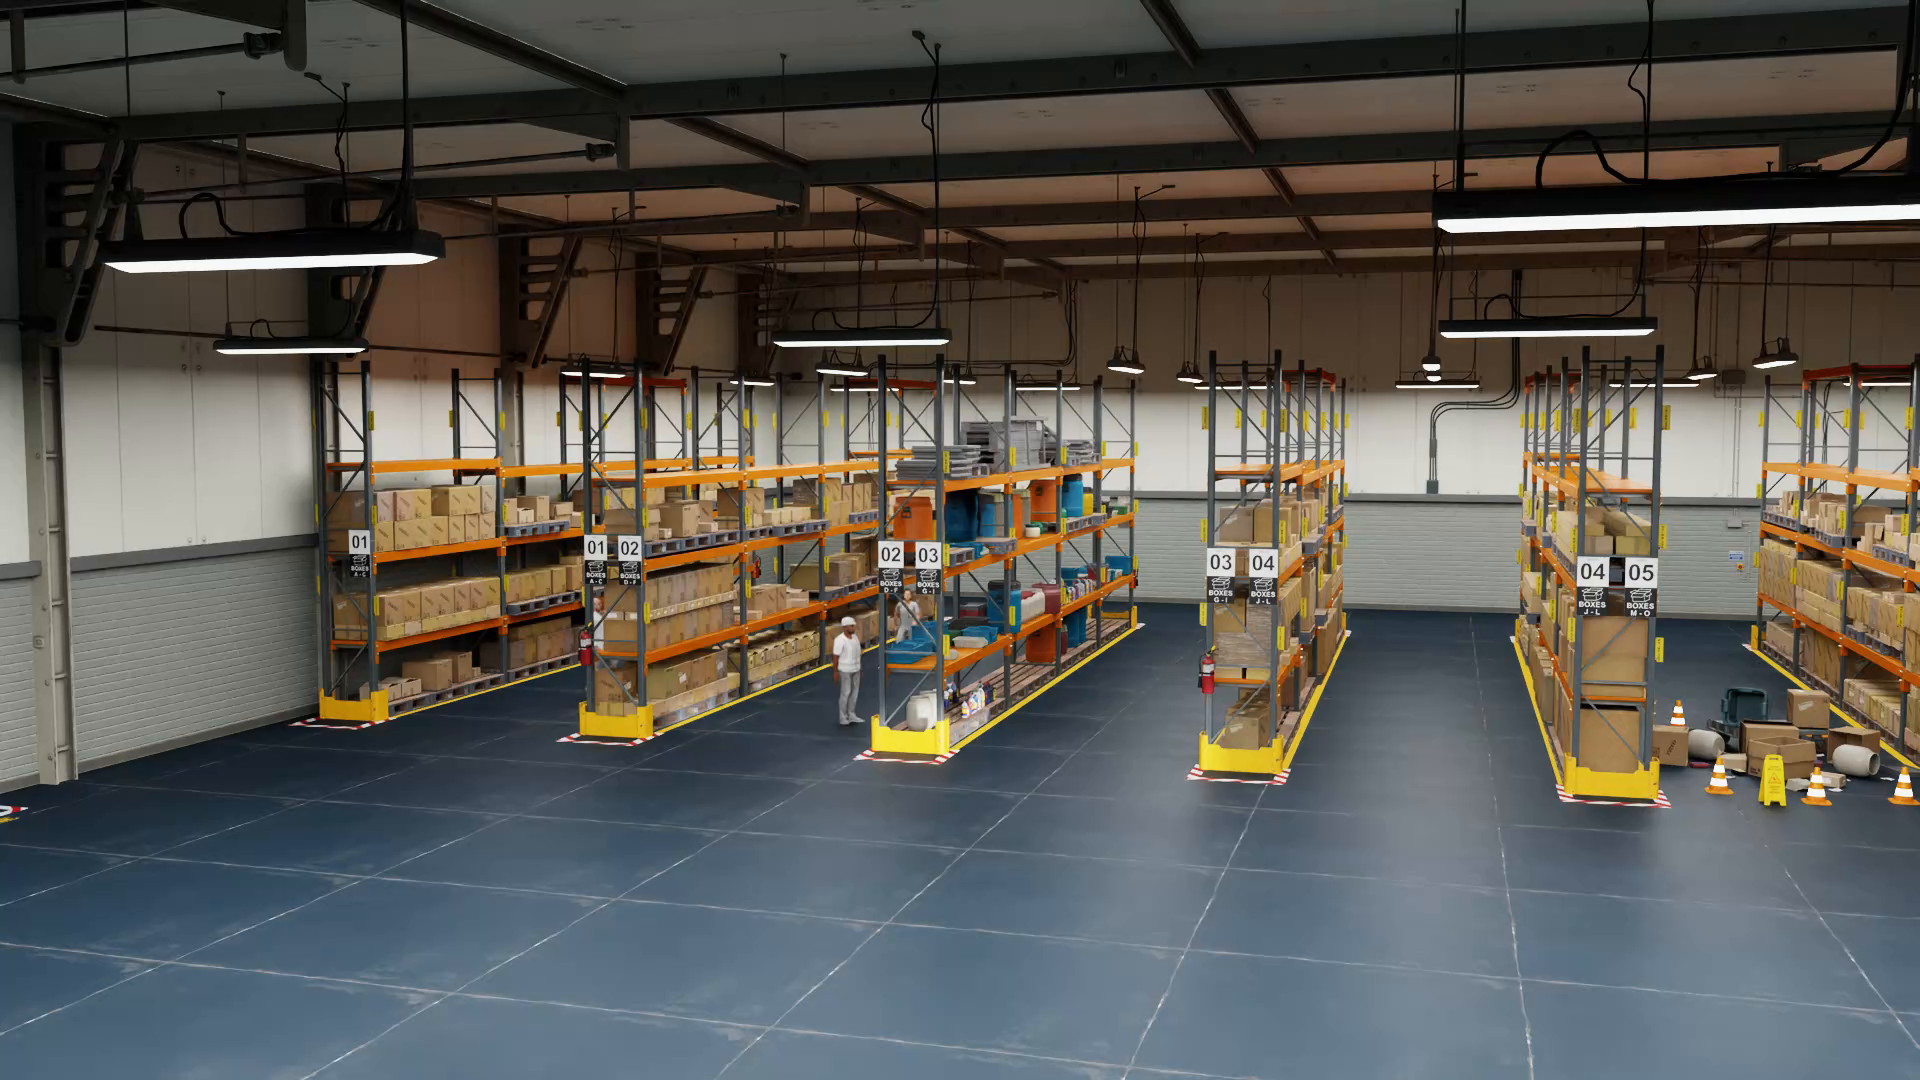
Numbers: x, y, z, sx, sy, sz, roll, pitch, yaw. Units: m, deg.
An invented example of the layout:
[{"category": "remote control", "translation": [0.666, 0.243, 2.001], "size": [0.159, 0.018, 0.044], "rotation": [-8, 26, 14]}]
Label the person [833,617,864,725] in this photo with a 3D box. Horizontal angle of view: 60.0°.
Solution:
[{"category": "person", "translation": [-1.825, 2.148, 27.385], "size": [0.345, 1.770, 0.687], "rotation": [3, 5, 36]}]

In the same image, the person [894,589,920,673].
[{"category": "person", "translation": [-1.087, 1.813, 33.533], "size": [0.568, 1.631, 0.960], "rotation": [1, 4, 15]}]

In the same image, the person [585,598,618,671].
[{"category": "person", "translation": [-6.540, 1.947, 30.438], "size": [0.664, 1.777, 0.606], "rotation": [-3, 5, -34]}]
